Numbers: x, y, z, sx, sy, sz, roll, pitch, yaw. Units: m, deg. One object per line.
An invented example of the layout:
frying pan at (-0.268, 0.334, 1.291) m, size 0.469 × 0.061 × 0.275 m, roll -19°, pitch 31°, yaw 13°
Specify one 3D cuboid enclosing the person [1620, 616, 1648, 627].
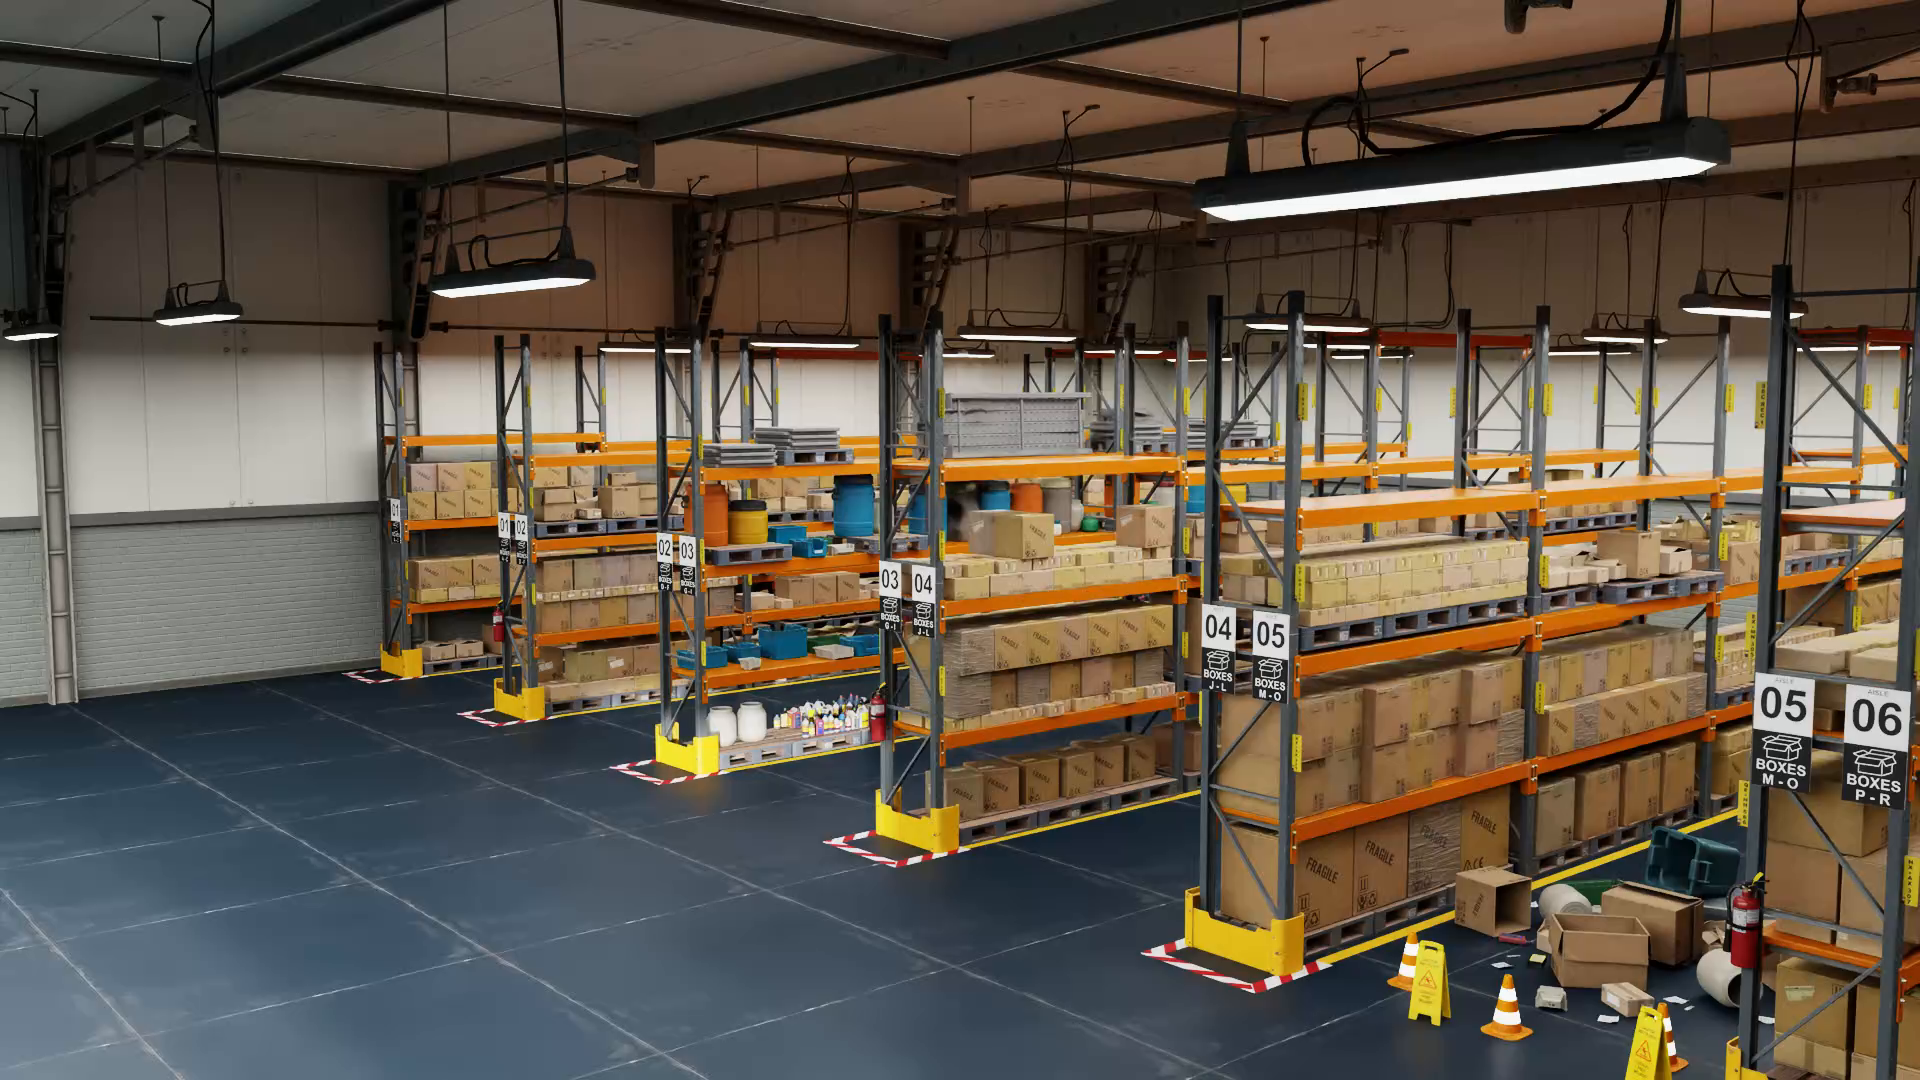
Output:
person at (10.686, 1.899, 26.509) m, size 0.695 × 1.721 × 0.634 m, roll -4°, pitch 7°, yaw -41°
